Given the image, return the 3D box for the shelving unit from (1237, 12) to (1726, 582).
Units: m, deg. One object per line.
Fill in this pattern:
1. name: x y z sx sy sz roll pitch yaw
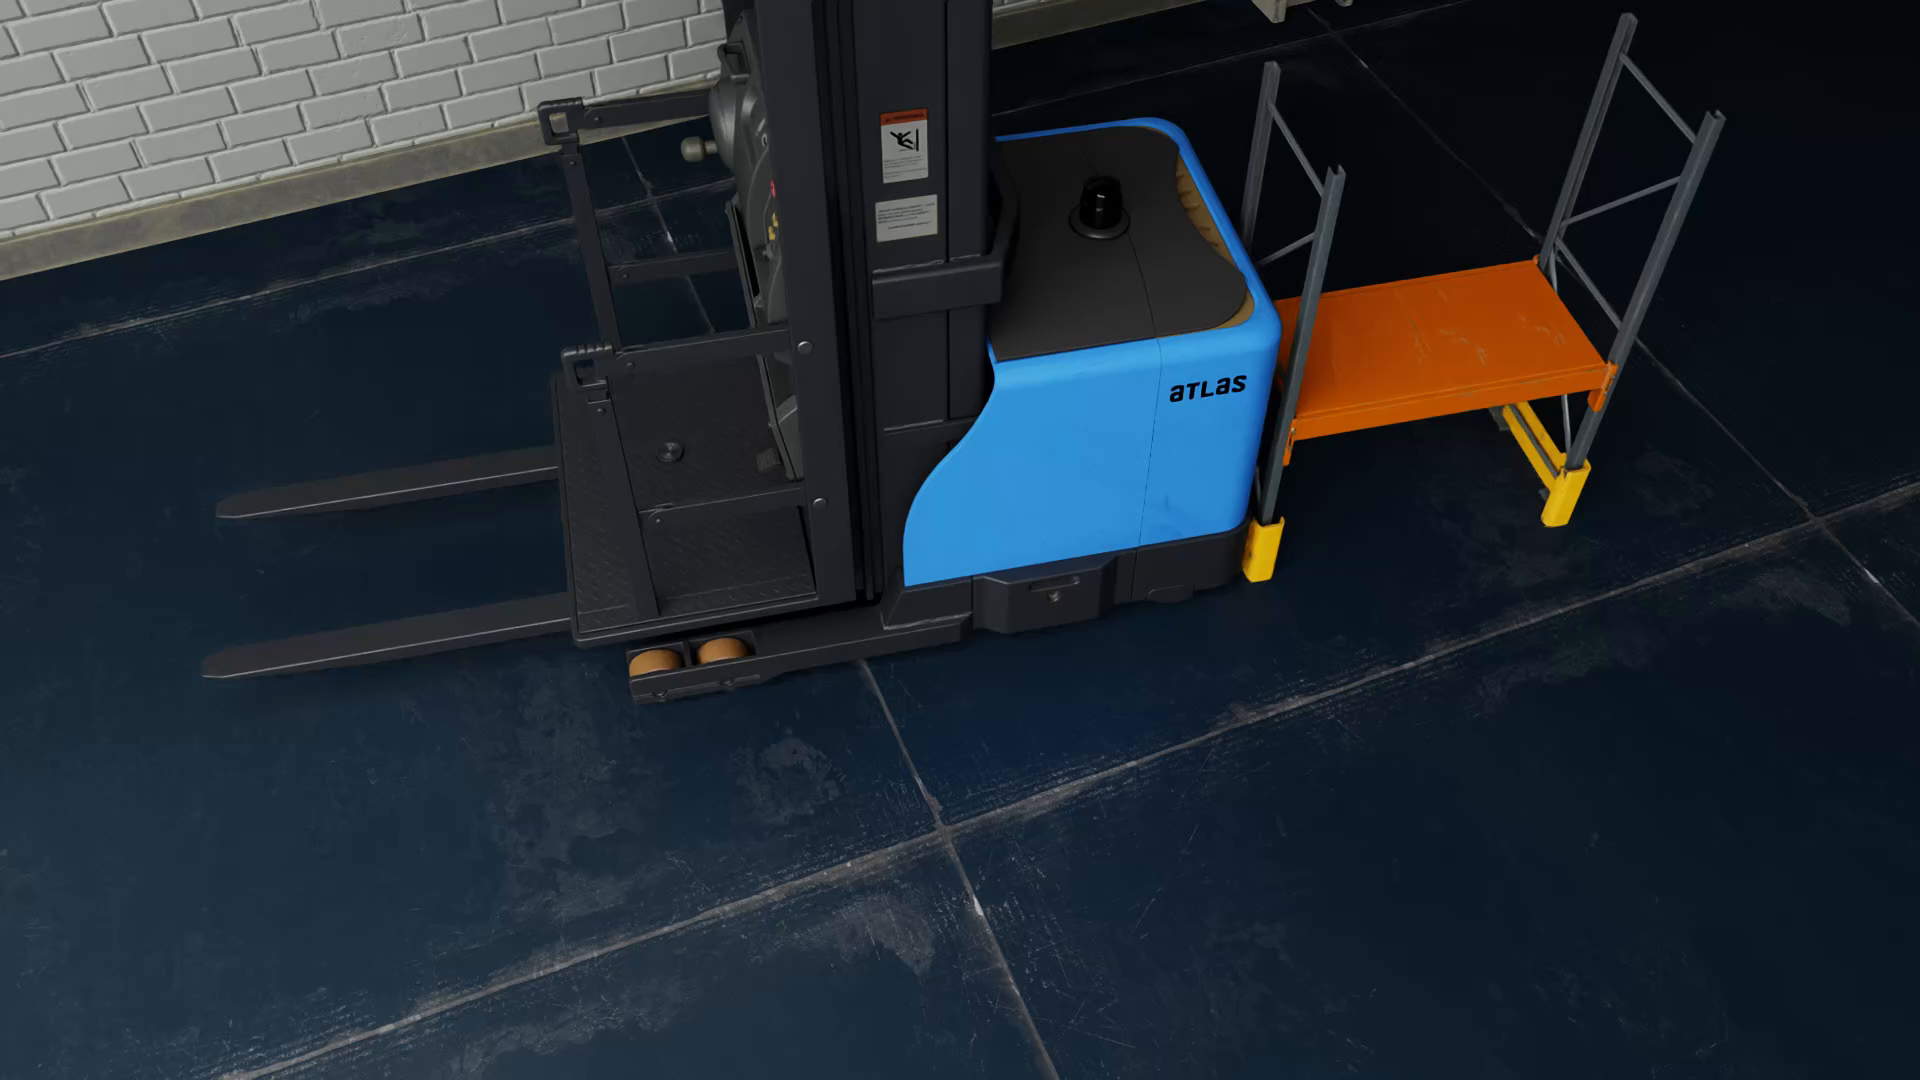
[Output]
1. shelving unit: 1.353 -0.664 4.832 1.083 1.500 0.587 -10 50 -8

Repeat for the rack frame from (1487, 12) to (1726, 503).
1. rack frame: 1.857 -0.753 4.908 0.032 1.500 0.500 -10 50 -8

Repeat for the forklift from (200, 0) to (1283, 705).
1. forklift: -0.709 -0.924 4.112 3.031 2.935 1.130 -10 50 -8

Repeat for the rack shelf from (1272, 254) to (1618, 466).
1. rack shelf: 1.362 -0.549 4.970 1.000 0.185 0.538 -10 50 -8

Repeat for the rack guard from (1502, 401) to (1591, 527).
1. rack guard: 1.838 -0.342 5.379 0.087 0.250 0.587 -10 50 -8

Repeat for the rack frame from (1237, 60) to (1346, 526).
1. rack frame: 0.867 -0.579 4.759 0.032 1.500 0.500 -10 50 -8

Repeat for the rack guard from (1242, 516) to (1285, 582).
1. rack guard: 0.868 -0.172 5.233 0.087 0.250 0.587 -10 50 -8
